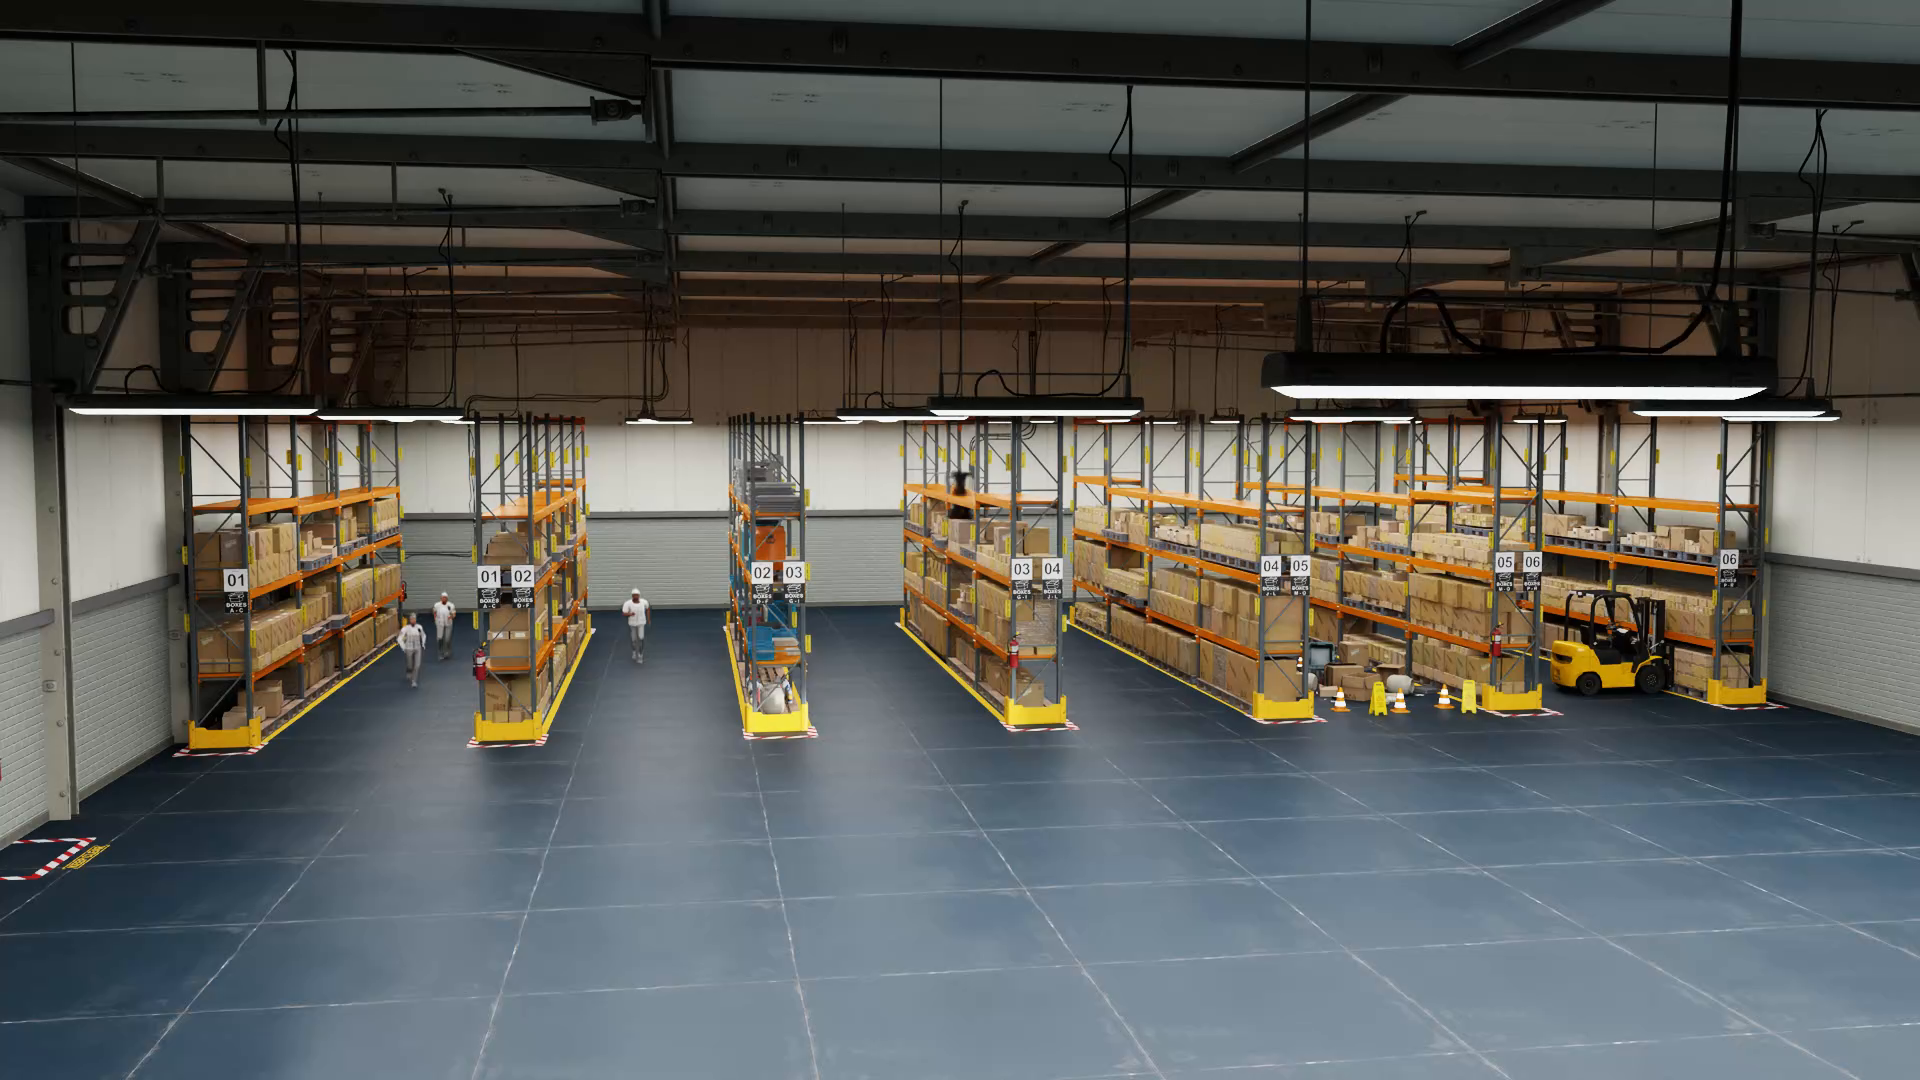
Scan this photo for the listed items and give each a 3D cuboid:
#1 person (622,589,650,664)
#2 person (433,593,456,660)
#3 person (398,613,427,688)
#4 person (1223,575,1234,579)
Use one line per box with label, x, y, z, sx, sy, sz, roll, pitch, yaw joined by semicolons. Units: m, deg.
person;-7.869;2.086;40.435;0.659;1.823;0.872;-1;4;-11
person;-12.716;2.129;41.019;0.527;1.684;0.796;-1;4;-19
person;-12.069;2.413;36.684;0.627;1.650;0.600;-2;4;-29
person;8.279;1.422;50.695;0.656;1.692;0.656;0;4;2
